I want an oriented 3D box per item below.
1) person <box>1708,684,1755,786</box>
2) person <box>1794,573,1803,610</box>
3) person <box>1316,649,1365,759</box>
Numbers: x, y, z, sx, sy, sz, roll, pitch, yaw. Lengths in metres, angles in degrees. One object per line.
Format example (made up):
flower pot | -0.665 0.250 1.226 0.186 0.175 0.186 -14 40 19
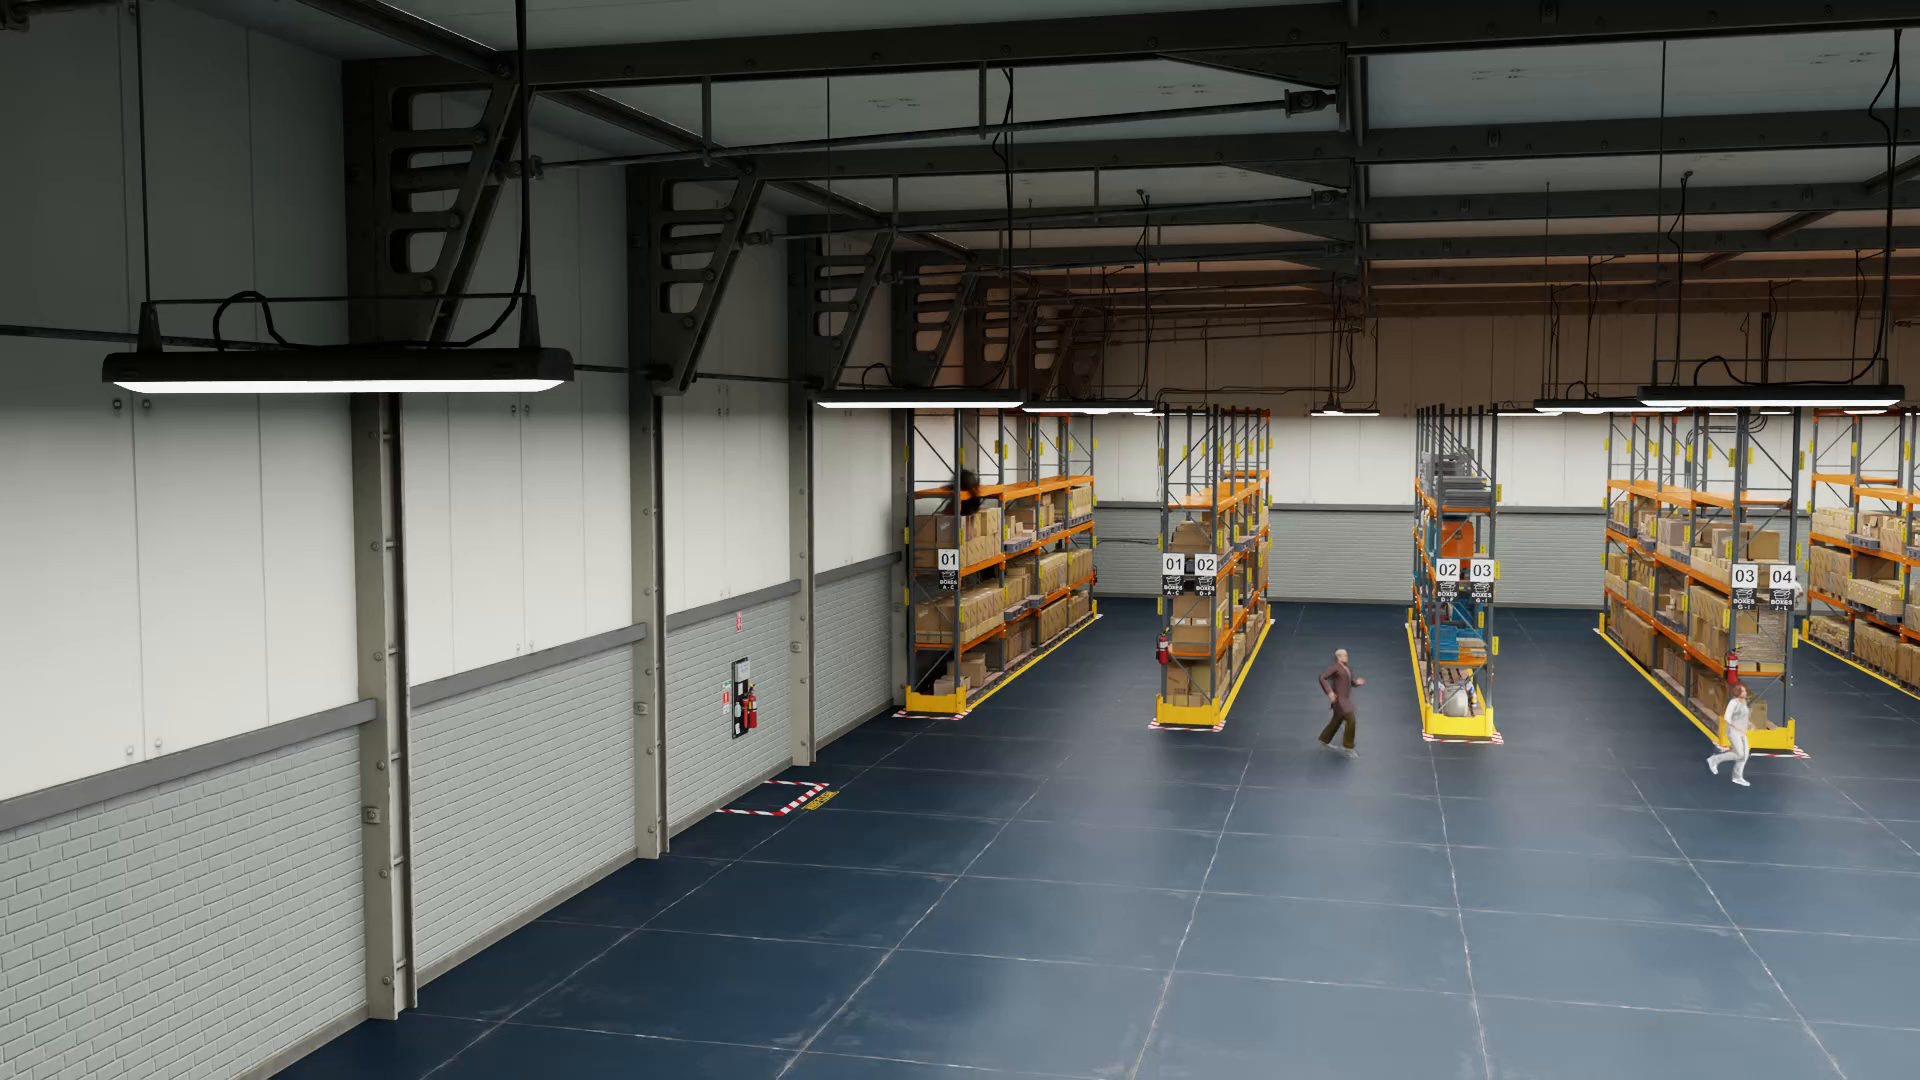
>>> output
person | 12.166 3.047 26.187 0.539 1.579 0.614 -4 6 -42
person | 22.193 1.664 44.492 0.520 1.640 0.572 -1 4 -14
person | 6.465 2.729 28.278 0.859 1.757 0.673 2 5 30
